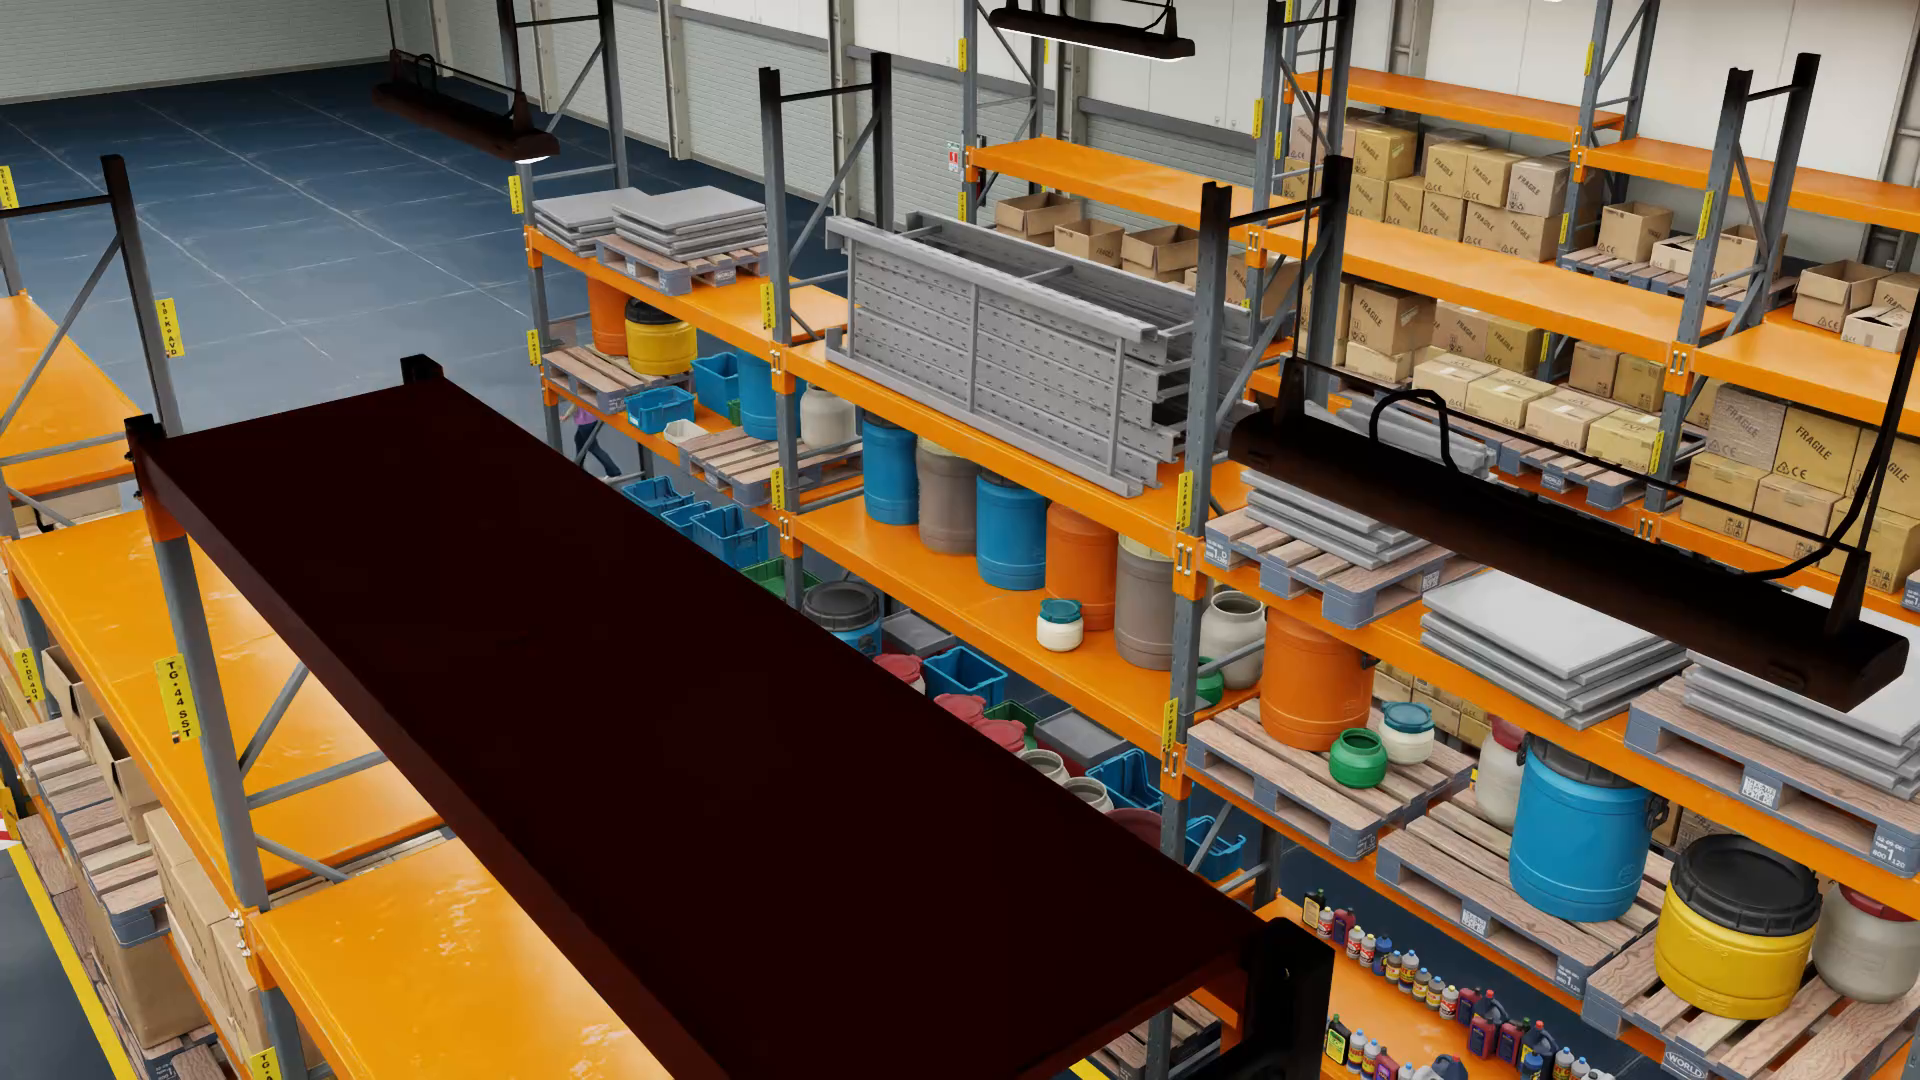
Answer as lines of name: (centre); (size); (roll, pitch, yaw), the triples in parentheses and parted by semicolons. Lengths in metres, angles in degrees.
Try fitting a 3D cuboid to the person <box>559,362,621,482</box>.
person: (-4.383, -1.406, 19.381); (0.823, 1.574, 0.542); (3, 26, 7)
